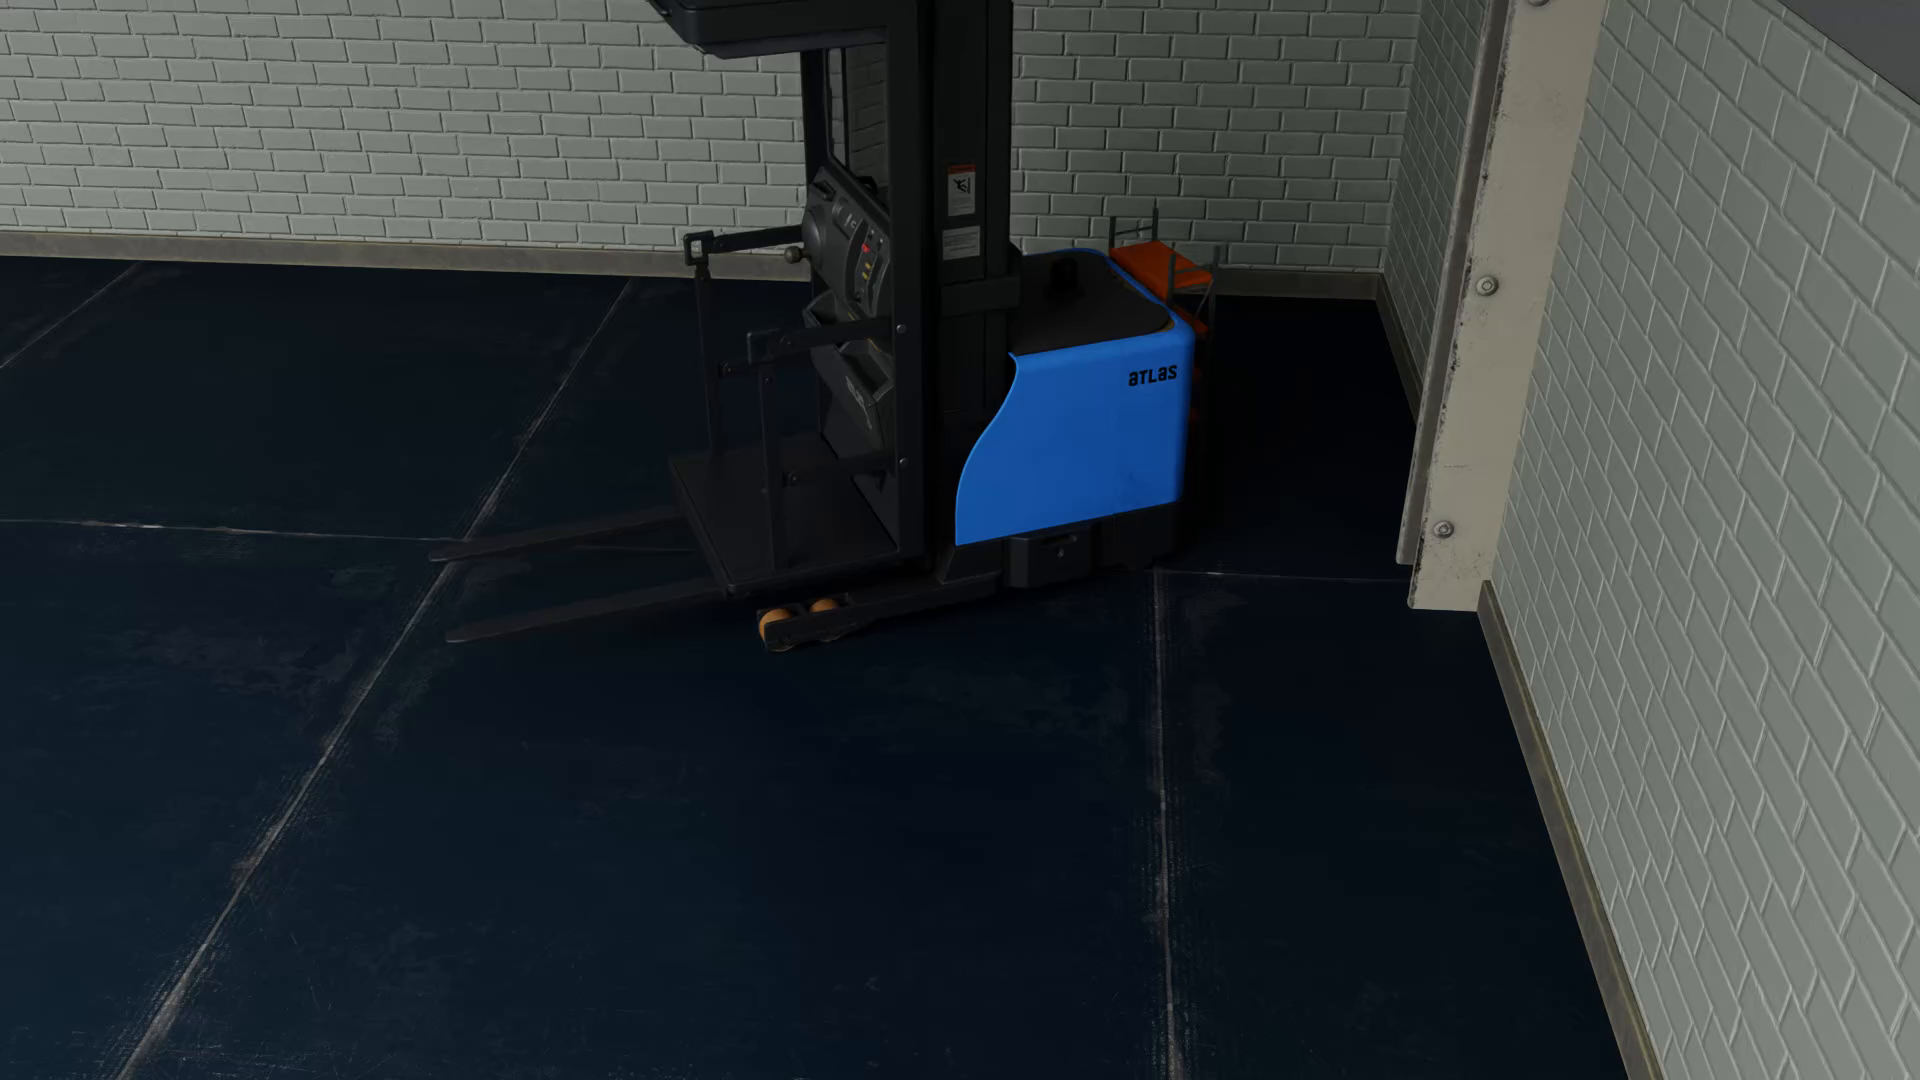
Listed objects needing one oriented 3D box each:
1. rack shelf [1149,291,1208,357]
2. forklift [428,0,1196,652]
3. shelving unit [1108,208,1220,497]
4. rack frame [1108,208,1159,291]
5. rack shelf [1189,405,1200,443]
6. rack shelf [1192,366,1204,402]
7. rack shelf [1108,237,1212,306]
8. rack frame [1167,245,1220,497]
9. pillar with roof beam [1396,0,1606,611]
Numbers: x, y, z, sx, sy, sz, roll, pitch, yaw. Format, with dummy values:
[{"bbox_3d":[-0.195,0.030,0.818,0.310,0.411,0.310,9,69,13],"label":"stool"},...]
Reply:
[{"bbox_3d":[0.873,-0.943,7.337,0.258,0.148,0.480,-14,34,-22],"label":"rack shelf"},{"bbox_3d":[-0.620,-1.123,6.279,3.031,2.935,1.130,-11,33,-18],"label":"forklift"},{"bbox_3d":[0.873,-0.809,7.419,0.258,1.200,0.503,-14,34,-22],"label":"shelving unit"},{"bbox_3d":[0.766,-0.925,7.606,0.240,1.200,0.015,-14,34,-22],"label":"rack frame"},{"bbox_3d":[0.873,-0.583,7.559,0.258,0.148,0.480,-14,34,-22],"label":"rack shelf"},{"bbox_3d":[0.873,-0.752,7.455,0.258,0.148,0.480,-14,34,-22],"label":"rack shelf"},{"bbox_3d":[0.873,-1.144,7.213,0.258,0.148,0.480,-14,34,-22],"label":"rack shelf"},{"bbox_3d":[0.979,-0.694,7.233,0.240,1.200,0.015,-14,34,-22],"label":"rack frame"},{"bbox_3d":[-2.285,-3.833,4.893,9.100,9.000,0.400,2,32,4],"label":"pillar with roof beam"}]
